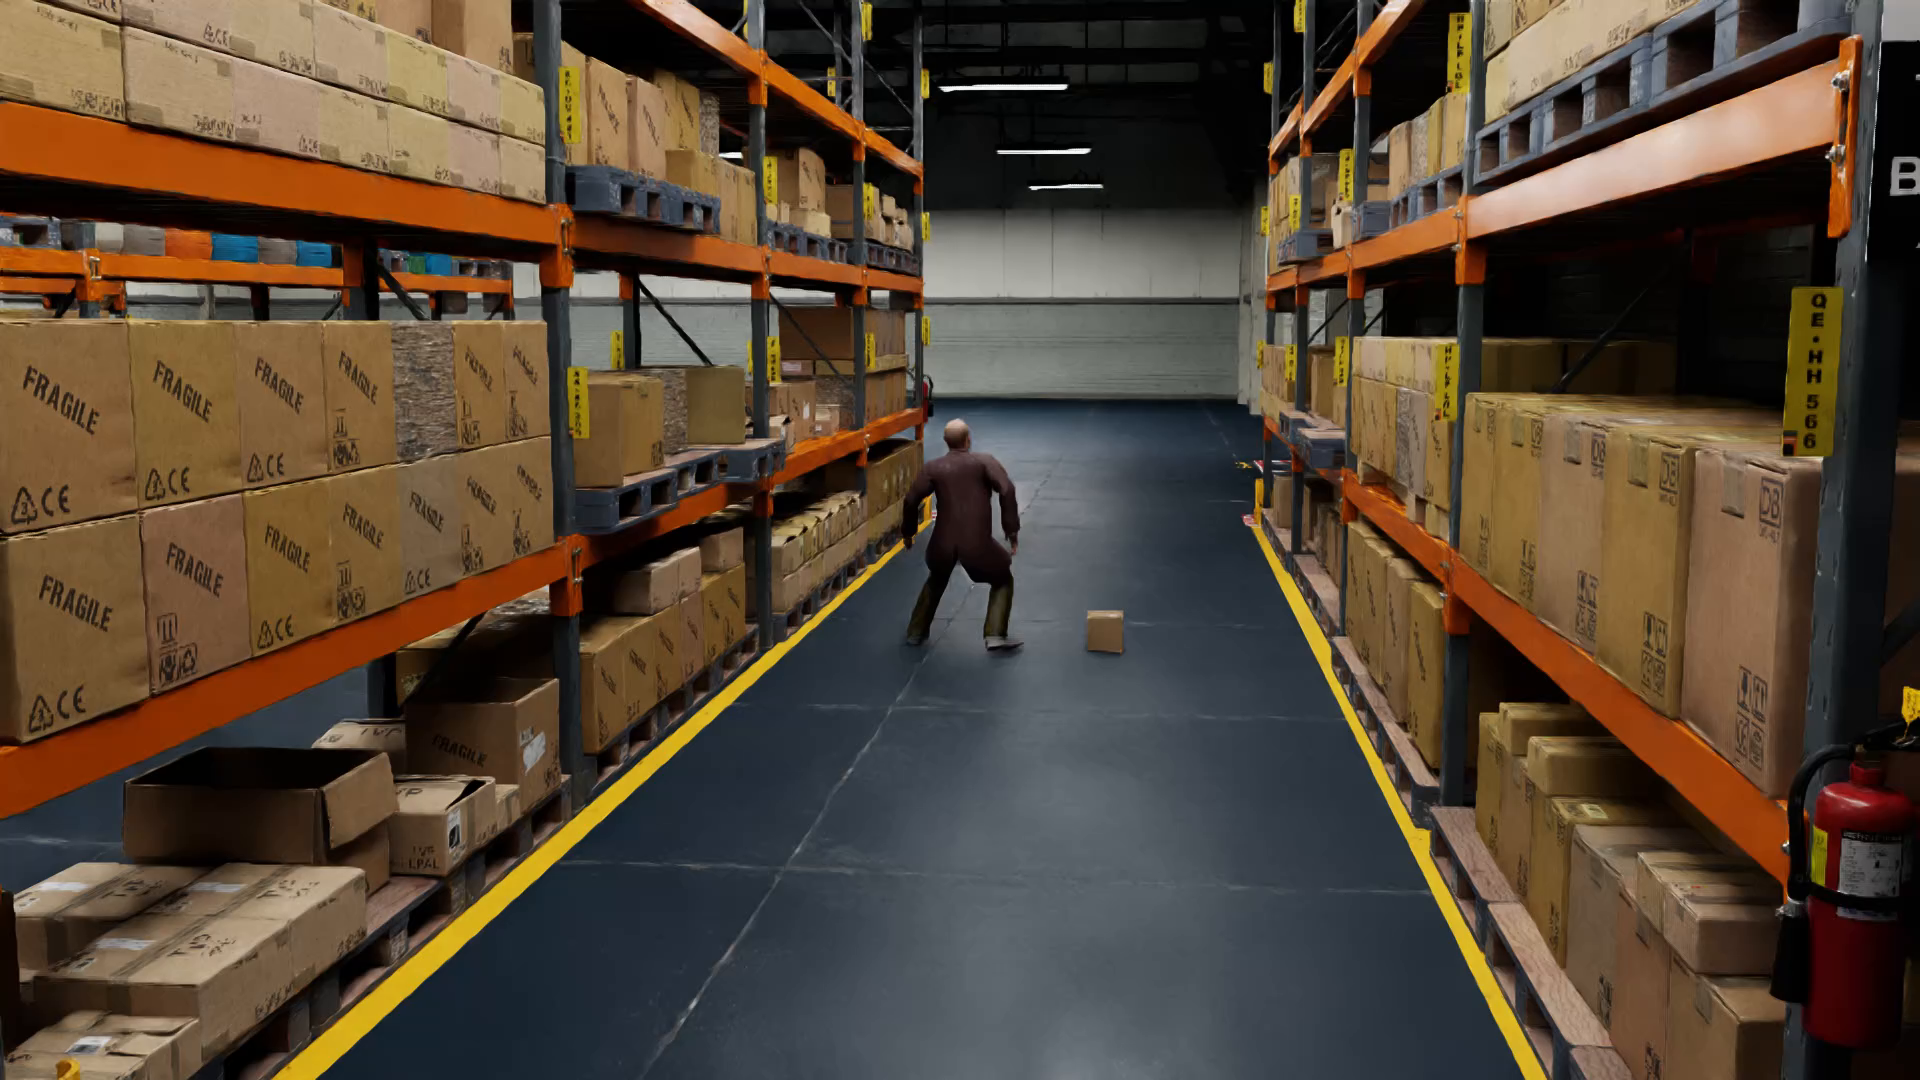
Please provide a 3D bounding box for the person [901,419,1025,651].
[{"bbox_3d":[0.027,-0.041,11.730,0.917,1.630,0.568,3,8,20],"label":"person"}]
